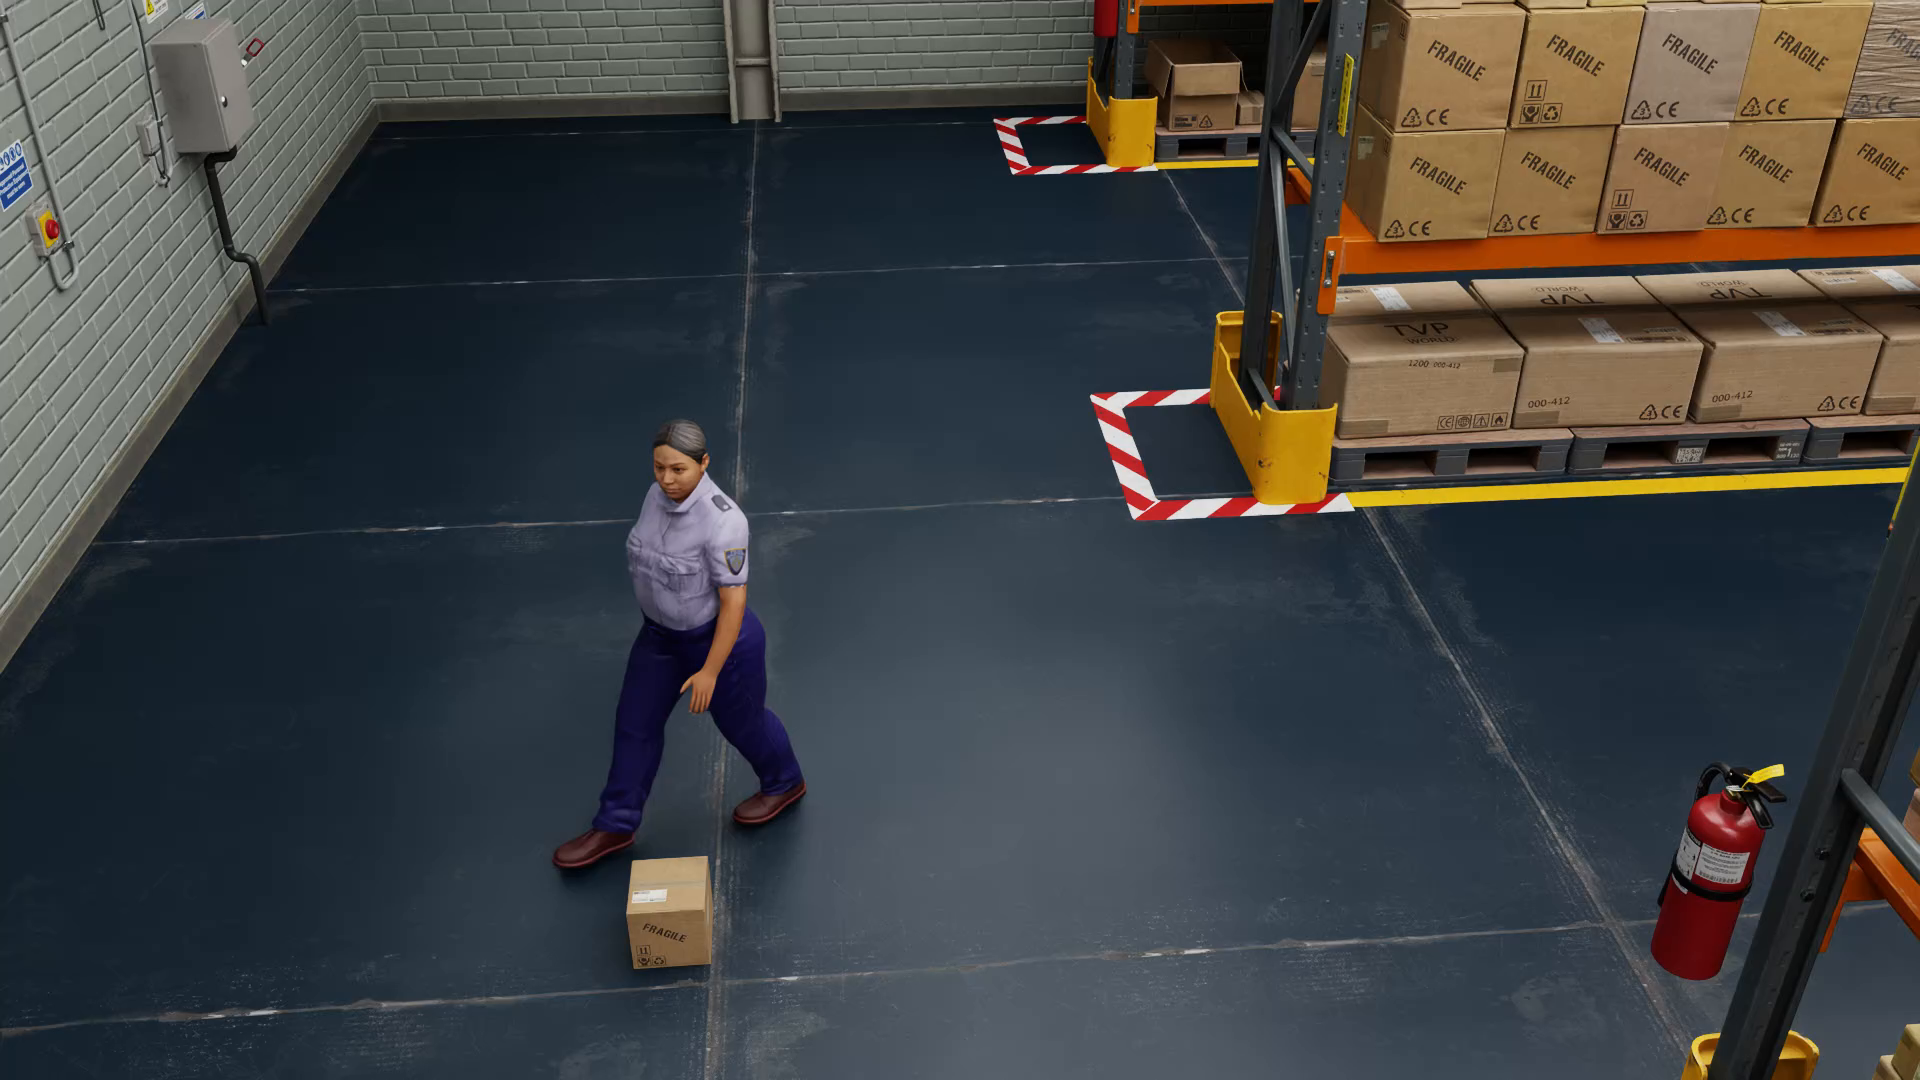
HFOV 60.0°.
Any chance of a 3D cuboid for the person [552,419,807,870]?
[{"bbox_3d":[-0.965,0.382,5.527,0.518,1.594,0.894,25,39,35],"label":"person"}]
